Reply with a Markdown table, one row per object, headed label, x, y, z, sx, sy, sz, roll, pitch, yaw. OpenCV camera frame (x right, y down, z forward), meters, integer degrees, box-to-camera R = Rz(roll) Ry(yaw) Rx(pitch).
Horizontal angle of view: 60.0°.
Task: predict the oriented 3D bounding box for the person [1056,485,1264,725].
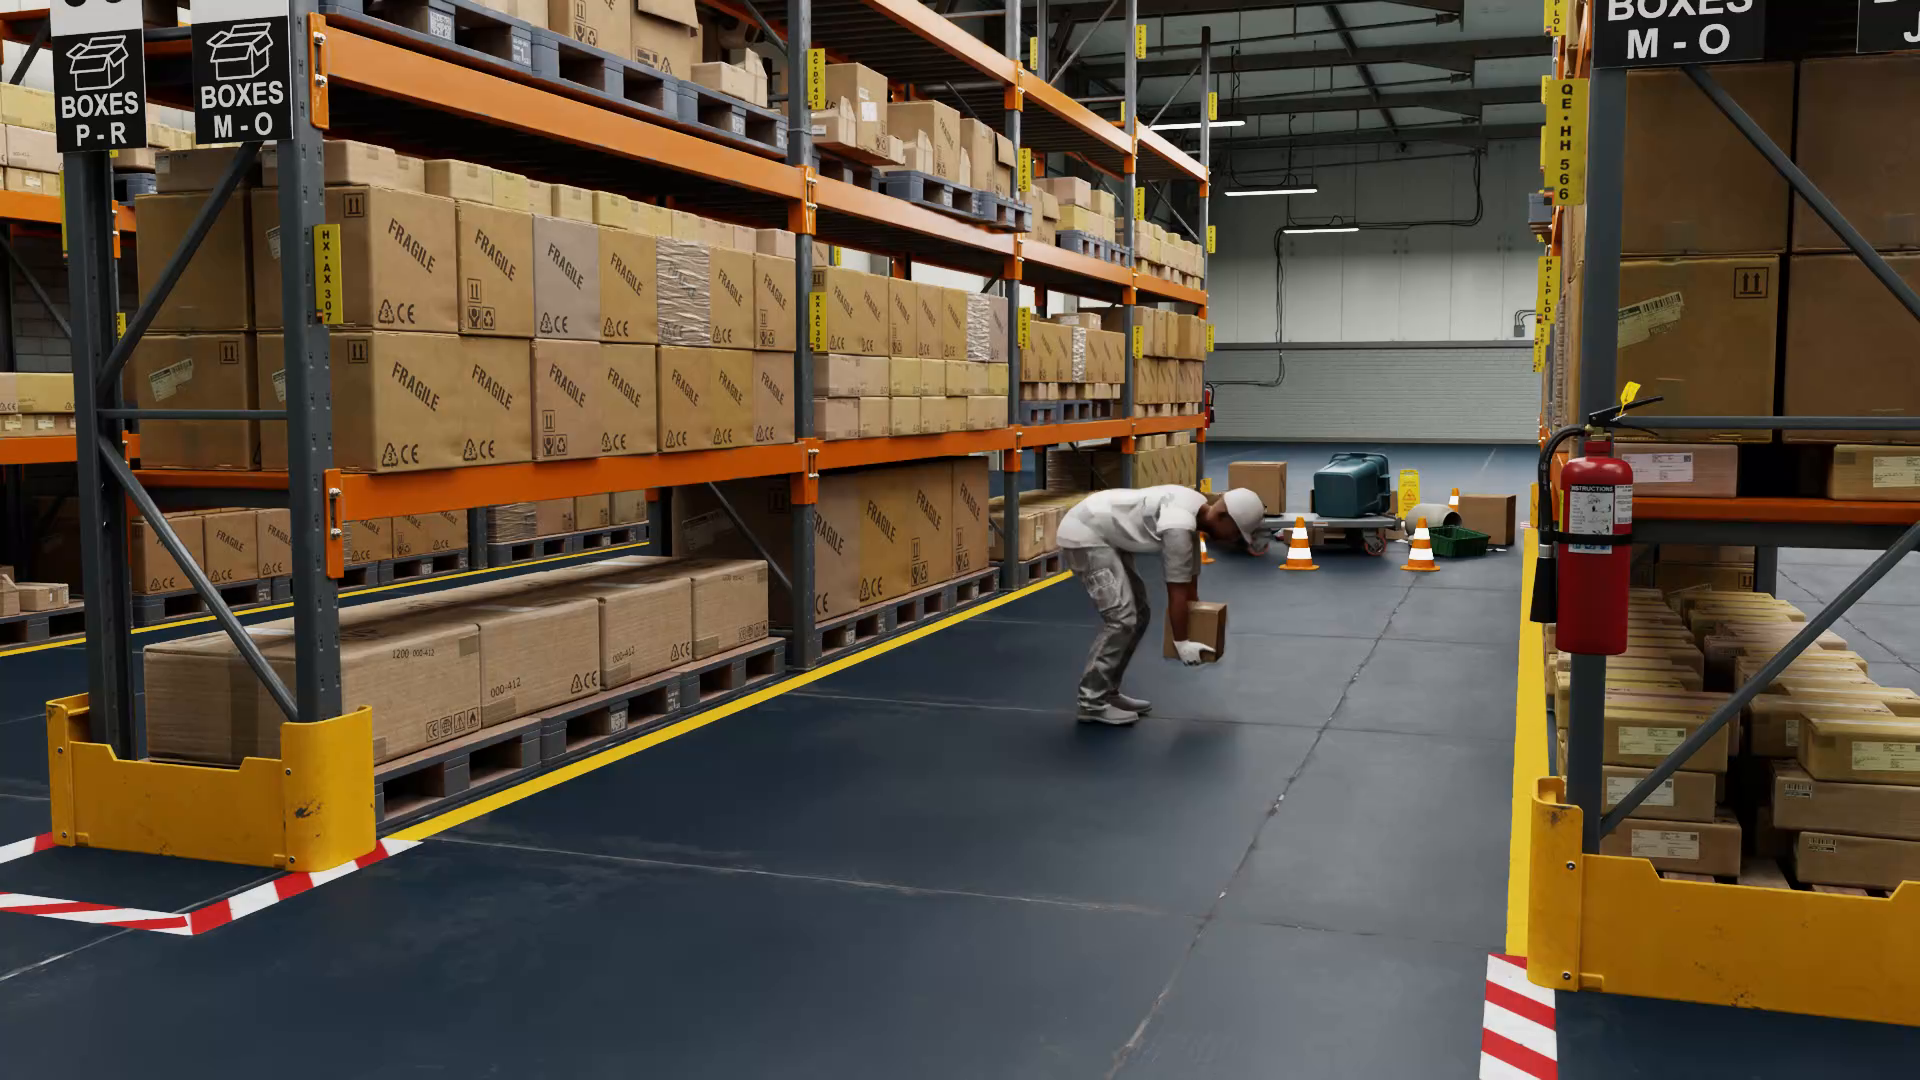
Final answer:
| label | x | y | z | sx | sy | sz | roll | pitch | yaw |
| --- | --- | --- | --- | --- | --- | --- | --- | --- | --- |
| person | 0.957 | 0.302 | 8.008 | 0.985 | 1.144 | 0.501 | 2 | 5 | 17 |
